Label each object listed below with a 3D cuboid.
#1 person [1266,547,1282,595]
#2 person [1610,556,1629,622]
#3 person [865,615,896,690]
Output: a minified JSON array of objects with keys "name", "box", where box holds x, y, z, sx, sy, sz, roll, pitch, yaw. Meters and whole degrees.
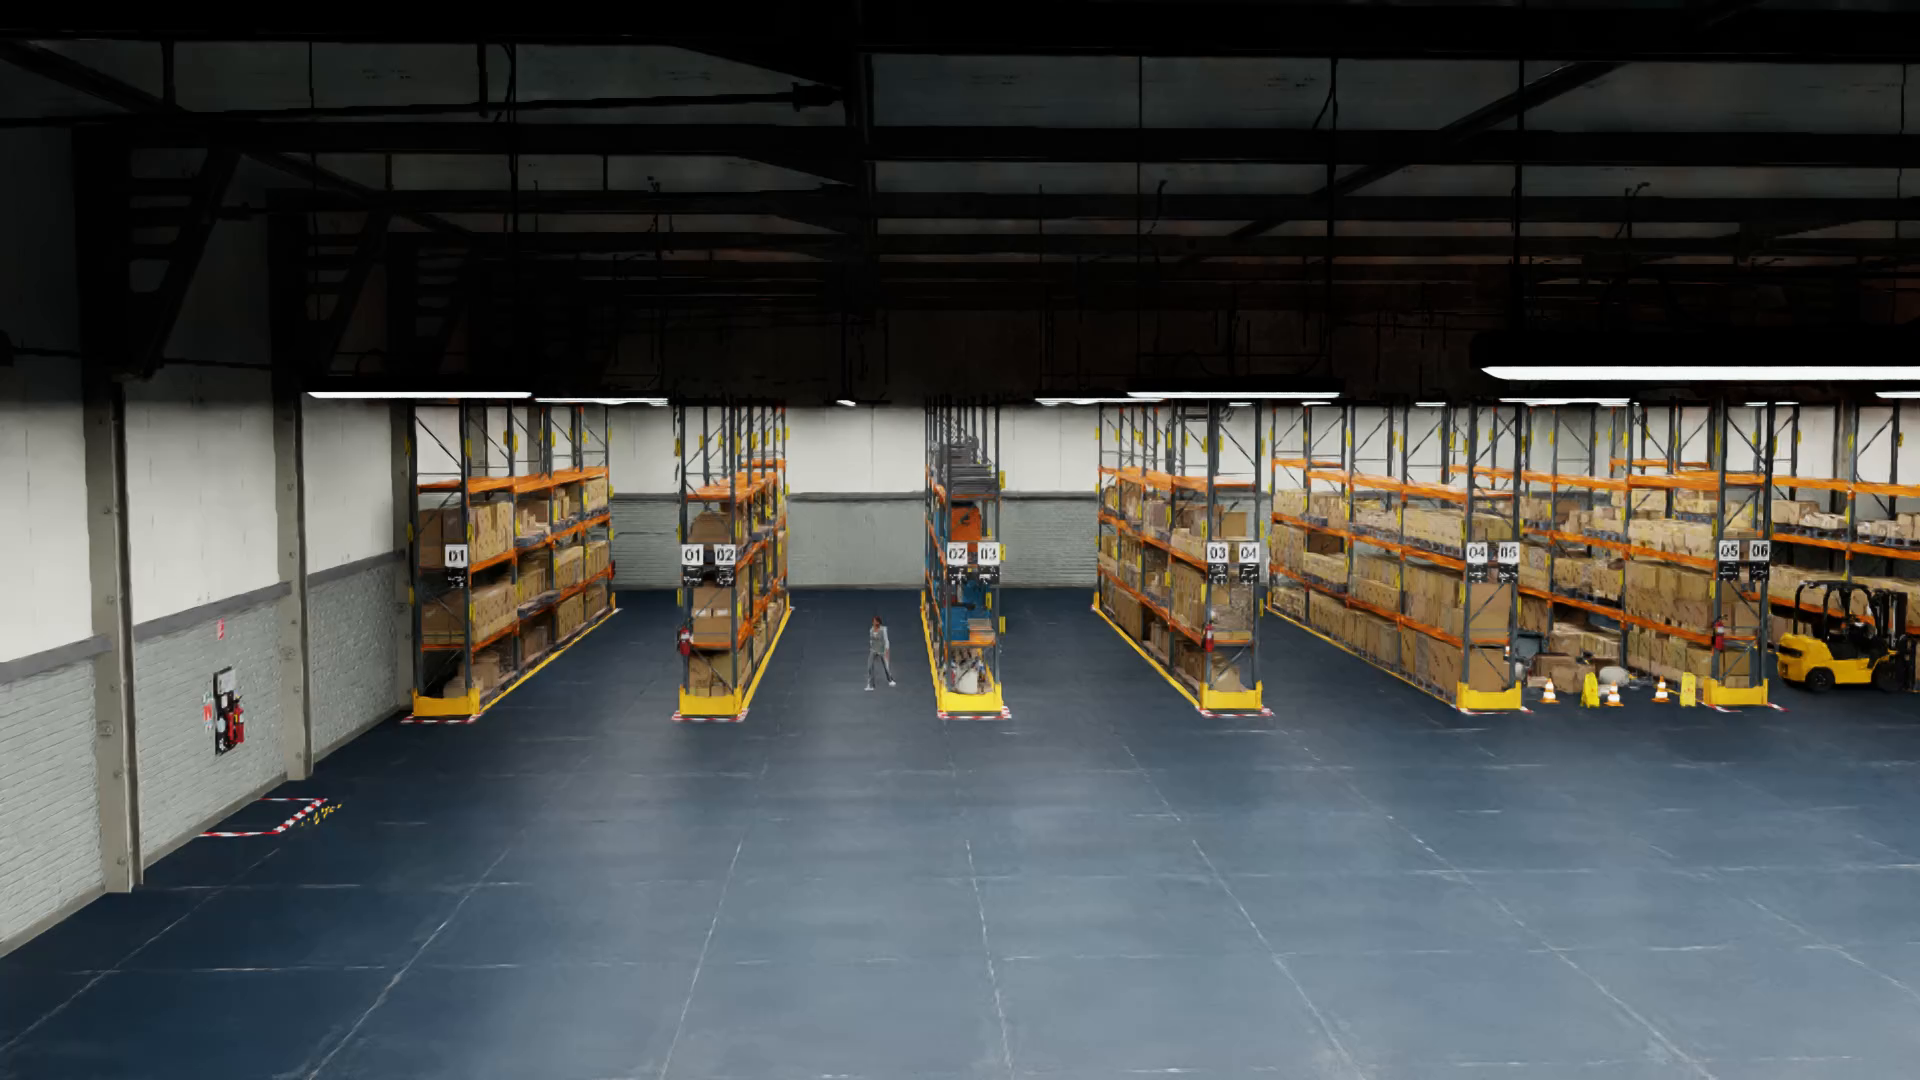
[{"name":"person","box":[9.324,1.005,49.299,0.508,1.663,0.546,3,5,34]},{"name":"person","box":[17.796,1.289,44.652,0.557,1.784,0.639,1,5,14]},{"name":"person","box":[-1.628,2.268,33.953,0.459,1.531,0.875,2,5,19]}]
